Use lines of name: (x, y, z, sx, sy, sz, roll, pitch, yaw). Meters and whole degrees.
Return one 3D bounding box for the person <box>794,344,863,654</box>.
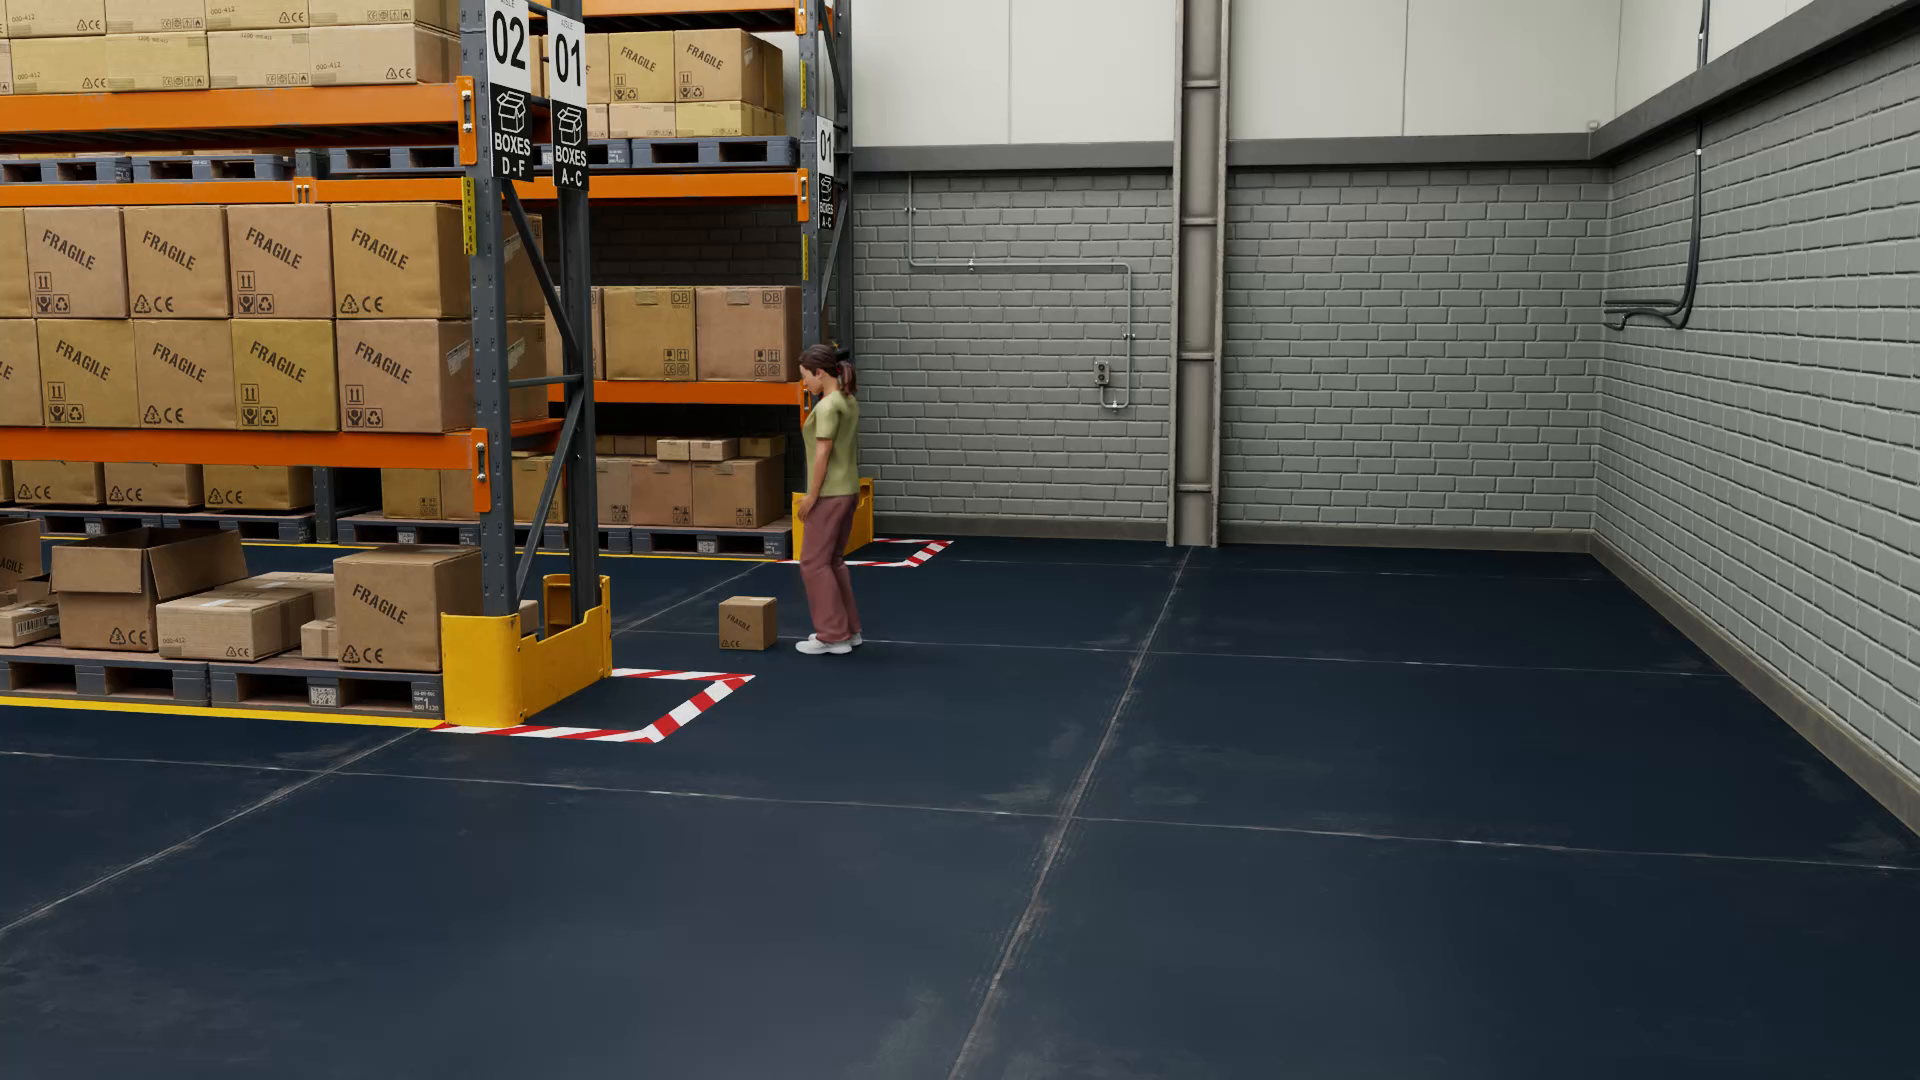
person: (-0.699, -0.219, 8.952, 0.348, 1.662, 0.455, 2, 8, 12)
